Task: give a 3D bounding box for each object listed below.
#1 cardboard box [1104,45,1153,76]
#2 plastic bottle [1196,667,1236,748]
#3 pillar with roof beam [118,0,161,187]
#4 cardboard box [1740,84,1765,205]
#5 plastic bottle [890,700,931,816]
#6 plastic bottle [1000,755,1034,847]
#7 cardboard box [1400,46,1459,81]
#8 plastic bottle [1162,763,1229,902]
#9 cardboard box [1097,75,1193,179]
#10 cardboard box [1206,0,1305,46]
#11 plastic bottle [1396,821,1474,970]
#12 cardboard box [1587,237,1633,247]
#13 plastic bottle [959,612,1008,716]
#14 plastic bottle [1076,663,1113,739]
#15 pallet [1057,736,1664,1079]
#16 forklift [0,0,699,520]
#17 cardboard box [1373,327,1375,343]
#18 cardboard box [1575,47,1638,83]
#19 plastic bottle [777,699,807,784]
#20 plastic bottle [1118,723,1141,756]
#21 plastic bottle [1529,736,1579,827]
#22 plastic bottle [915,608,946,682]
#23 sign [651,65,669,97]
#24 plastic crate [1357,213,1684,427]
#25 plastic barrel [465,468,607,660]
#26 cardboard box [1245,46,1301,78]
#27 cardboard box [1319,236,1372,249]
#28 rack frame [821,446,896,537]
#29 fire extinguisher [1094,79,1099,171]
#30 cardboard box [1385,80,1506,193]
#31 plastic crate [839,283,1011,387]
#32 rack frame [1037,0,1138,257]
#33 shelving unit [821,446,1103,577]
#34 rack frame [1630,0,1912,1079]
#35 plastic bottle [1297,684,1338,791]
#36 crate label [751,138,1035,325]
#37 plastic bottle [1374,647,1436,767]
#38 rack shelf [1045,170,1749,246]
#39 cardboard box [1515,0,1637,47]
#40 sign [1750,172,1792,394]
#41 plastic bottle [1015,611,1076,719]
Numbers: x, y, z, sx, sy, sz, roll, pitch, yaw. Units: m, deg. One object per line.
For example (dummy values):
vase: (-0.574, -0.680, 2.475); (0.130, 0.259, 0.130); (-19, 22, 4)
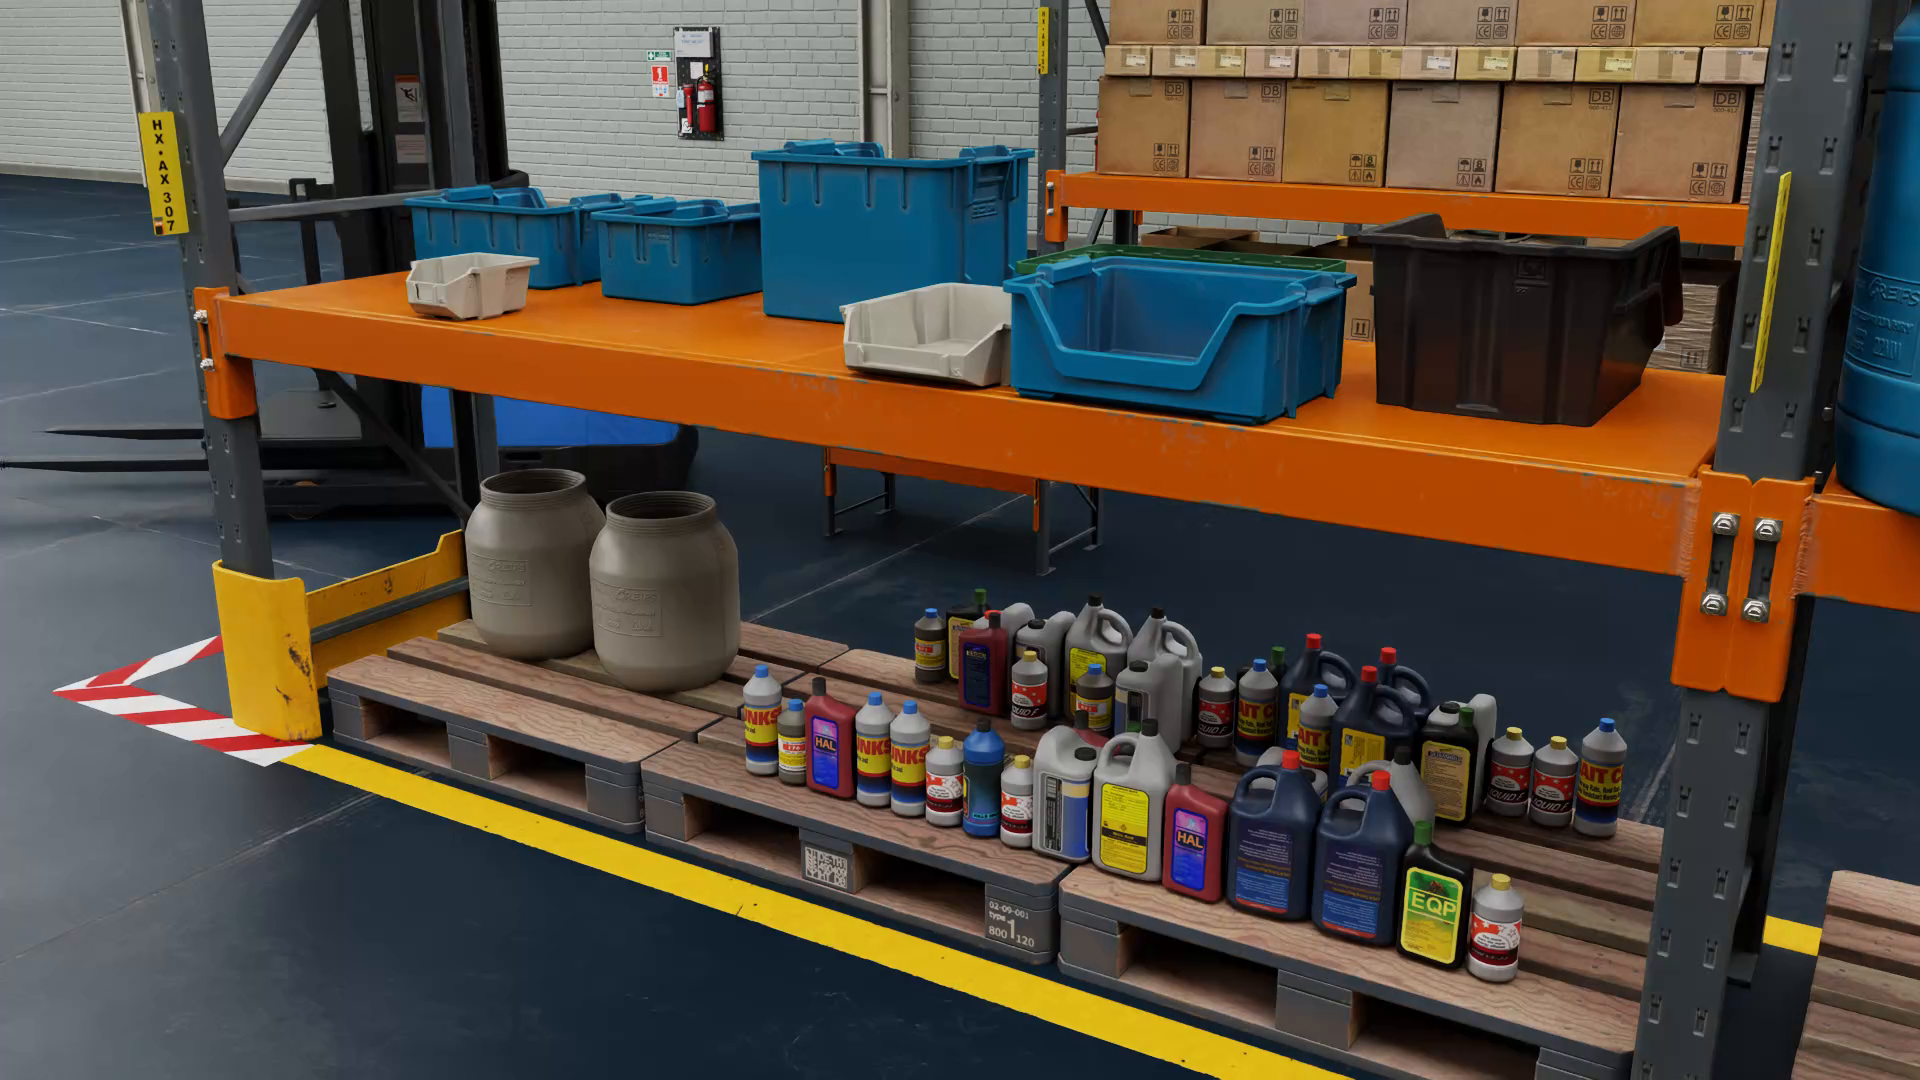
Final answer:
cardboard box: (0.940, -2.473, 8.573); (0.250, 0.149, 0.380); (10, 20, 30)
plastic bottle: (0.671, 0.432, 4.355); (0.097, 0.201, 0.097); (0, 17, 0)
pillar with roof beam: (-13.234, -8.105, 18.081); (0.400, 9.000, 9.100); (10, 20, 30)
cardboard box: (3.746, -1.733, 7.253); (0.500, 0.500, 0.700); (10, 19, 29)
plastic bottle: (-0.118, 0.514, 3.966); (0.097, 0.271, 0.097); (0, 17, 0)
plastic bottle: (0.142, 0.594, 3.823); (0.097, 0.201, 0.097); (0, 17, 0)
cardboard box: (2.250, -2.239, 7.802); (0.250, 0.149, 0.380); (10, 20, 31)
plastic bottle: (0.508, 0.626, 3.576); (0.133, 0.283, 0.061); (12, 20, 34)
cardboard box: (1.110, -2.201, 8.795); (0.500, 0.500, 0.700); (10, 20, 30)
cardboard box: (1.606, -2.735, 8.321); (0.500, 0.500, 0.700); (10, 19, 29)
plastic bottle: (0.949, 0.705, 3.317); (0.133, 0.283, 0.061); (11, 20, 33)
cardboard box: (4.935, -2.131, 12.280); (0.500, 0.500, 0.700); (9, 19, 27)
plastic bottle: (0.063, 0.330, 4.550); (0.133, 0.283, 0.061); (10, 20, 30)
plastic bottle: (0.353, 0.425, 4.379); (0.097, 0.201, 0.097); (0, 17, 0)
pallet: (0.981, 0.829, 3.790); (1.213, 0.211, 1.003); (10, 20, 30)
forklift: (-2.769, -1.643, 7.247); (3.031, 2.935, 1.130); (-1, 17, -3)
cardboard box: (2.336, -1.106, 8.080); (0.500, 0.500, 0.500); (10, 20, 30)
cardboard box: (2.917, -2.121, 7.414); (0.250, 0.149, 0.380); (10, 20, 30)
plastic bottle: (-0.407, 0.496, 4.146); (0.097, 0.201, 0.097); (0, 17, 0)
plastic bottle: (0.425, 0.562, 3.787); (0.133, 0.283, 0.061); (10, 20, 30)
plastic bottle: (1.403, 0.563, 3.925); (0.097, 0.201, 0.097); (0, 17, 0)
plastic bottle: (-0.083, 0.298, 4.797); (0.097, 0.201, 0.097); (0, 17, 0)
sign: (-3.259, -4.987, 18.078); (0.234, 0.329, 0.001); (10, 20, 30)
plastic crate: (1.152, -0.474, 3.389); (0.504, 0.338, 0.767); (10, 20, 30)
plastic barrel: (-1.276, 0.069, 5.050); (0.421, 0.512, 0.421); (0, 17, 0)
cardboard box: (1.592, -2.356, 8.189); (0.250, 0.149, 0.380); (10, 19, 29)
cardboard box: (2.191, -1.315, 8.769); (0.500, 0.500, 0.500); (10, 20, 30)
rack frame: (-0.427, -0.615, 6.969); (0.032, 1.125, 0.500); (10, 20, 30)
fire extinguisher: (0.861, -2.324, 9.503); (0.183, 0.674, 0.296); (10, 20, 30)
cardboard box: (2.430, -1.966, 8.022); (0.500, 0.500, 0.700); (11, 20, 32)
plastic crate: (0.015, -0.451, 3.659); (0.437, 0.136, 0.530); (10, 20, 30)
rack frame: (0.719, -2.228, 9.054); (0.127, 3.000, 1.000); (10, 20, 30)
shelving unit: (0.006, -0.537, 6.714); (1.048, 1.125, 0.538); (10, 20, 30)
rack frame: (1.532, -0.393, 3.014); (0.127, 3.000, 1.000); (10, 20, 30)
plastic bottle: (0.874, 0.484, 4.063); (0.097, 0.271, 0.097); (0, 17, 0)
crate label: (-0.167, -0.805, 4.311); (0.616, 0.435, 0.502); (10, 20, 30)
plastic bottle: (1.061, 0.438, 4.078); (0.185, 0.351, 0.144); (11, 20, 32)
rack shelf: (2.423, -1.579, 8.157); (4.000, 0.370, 1.077); (10, 20, 30)
cardboard box: (2.888, -2.507, 7.568); (0.500, 0.500, 0.700); (10, 20, 30)
sign: (1.234, -0.391, 2.531); (0.005, 0.325, 0.100); (10, 20, 30)
plastic bottle: (0.236, 0.328, 4.569); (0.135, 0.276, 0.152); (10, 19, 29)
